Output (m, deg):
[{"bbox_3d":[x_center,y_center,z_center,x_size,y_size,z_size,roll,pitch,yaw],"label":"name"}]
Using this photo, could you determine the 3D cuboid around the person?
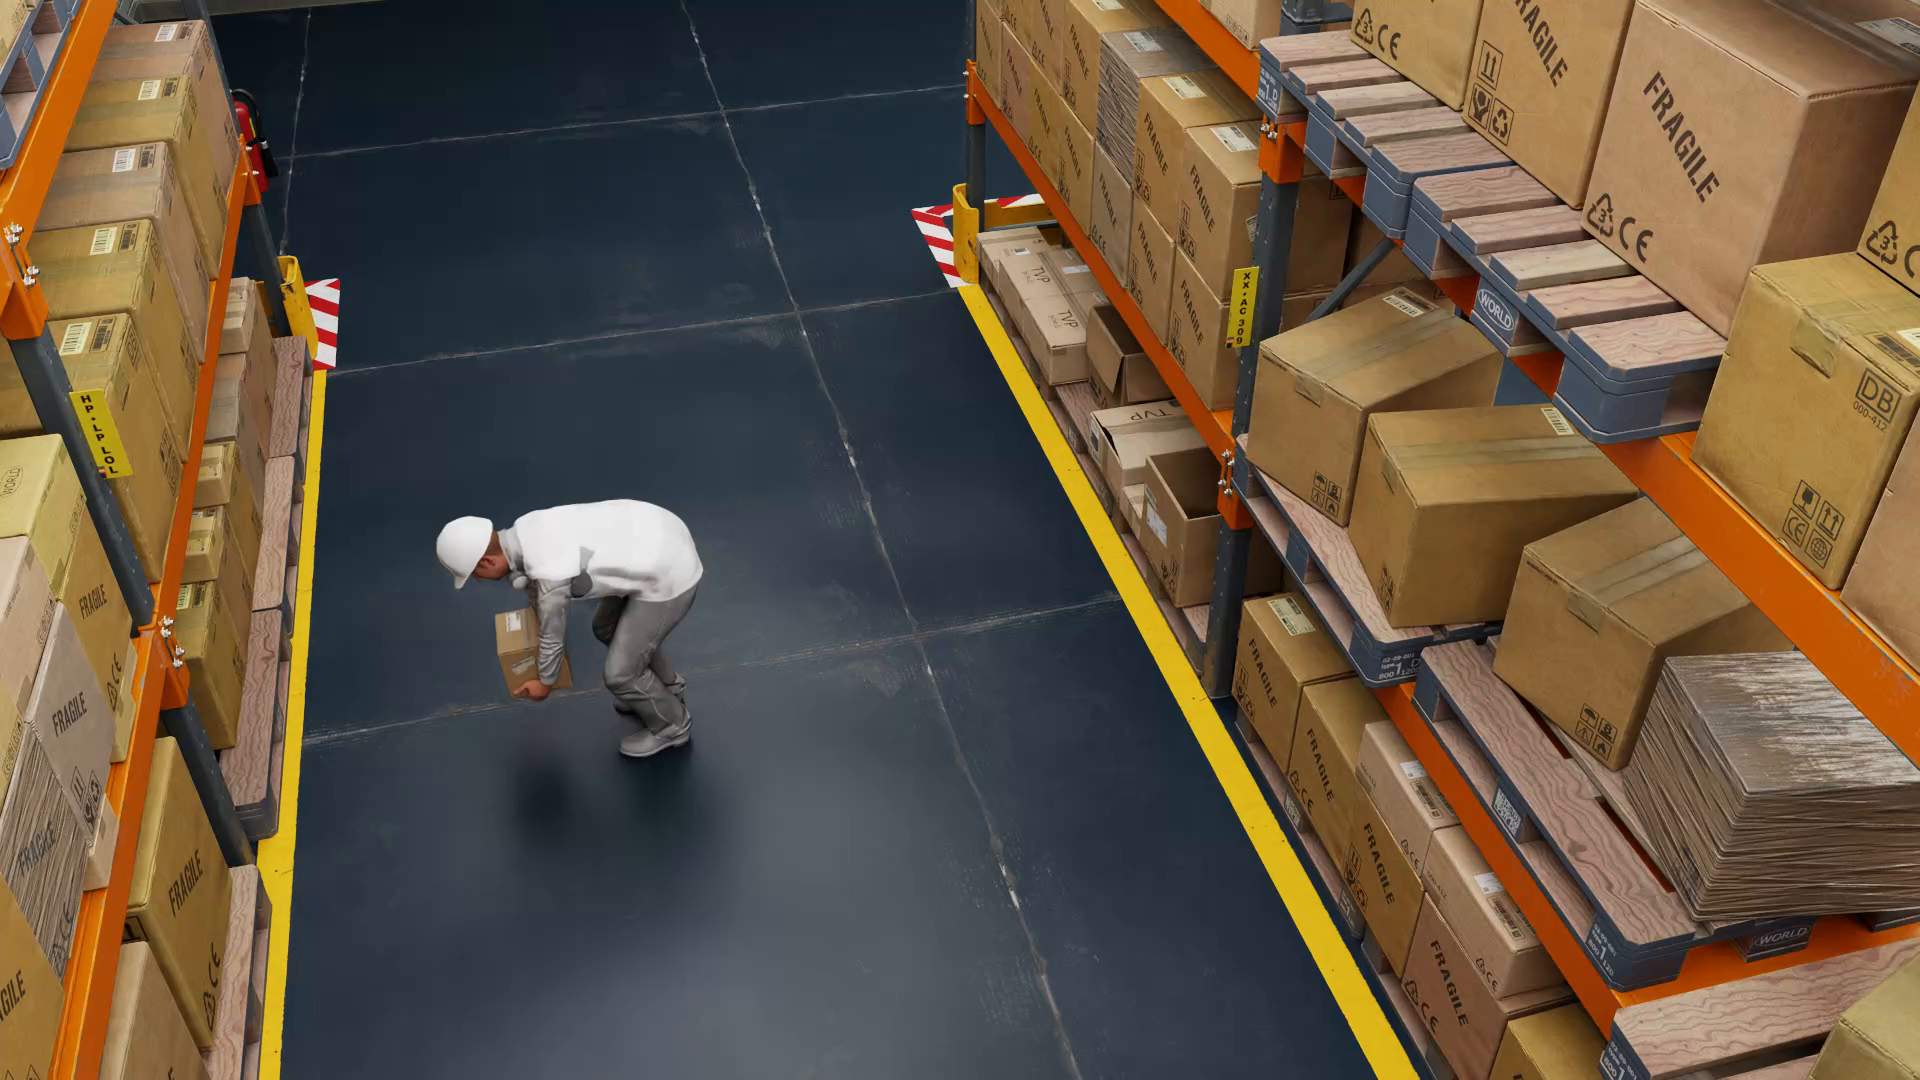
[{"bbox_3d":[-1.512,0.341,6.700,0.975,1.228,0.482,-11,39,-14],"label":"person"}]
